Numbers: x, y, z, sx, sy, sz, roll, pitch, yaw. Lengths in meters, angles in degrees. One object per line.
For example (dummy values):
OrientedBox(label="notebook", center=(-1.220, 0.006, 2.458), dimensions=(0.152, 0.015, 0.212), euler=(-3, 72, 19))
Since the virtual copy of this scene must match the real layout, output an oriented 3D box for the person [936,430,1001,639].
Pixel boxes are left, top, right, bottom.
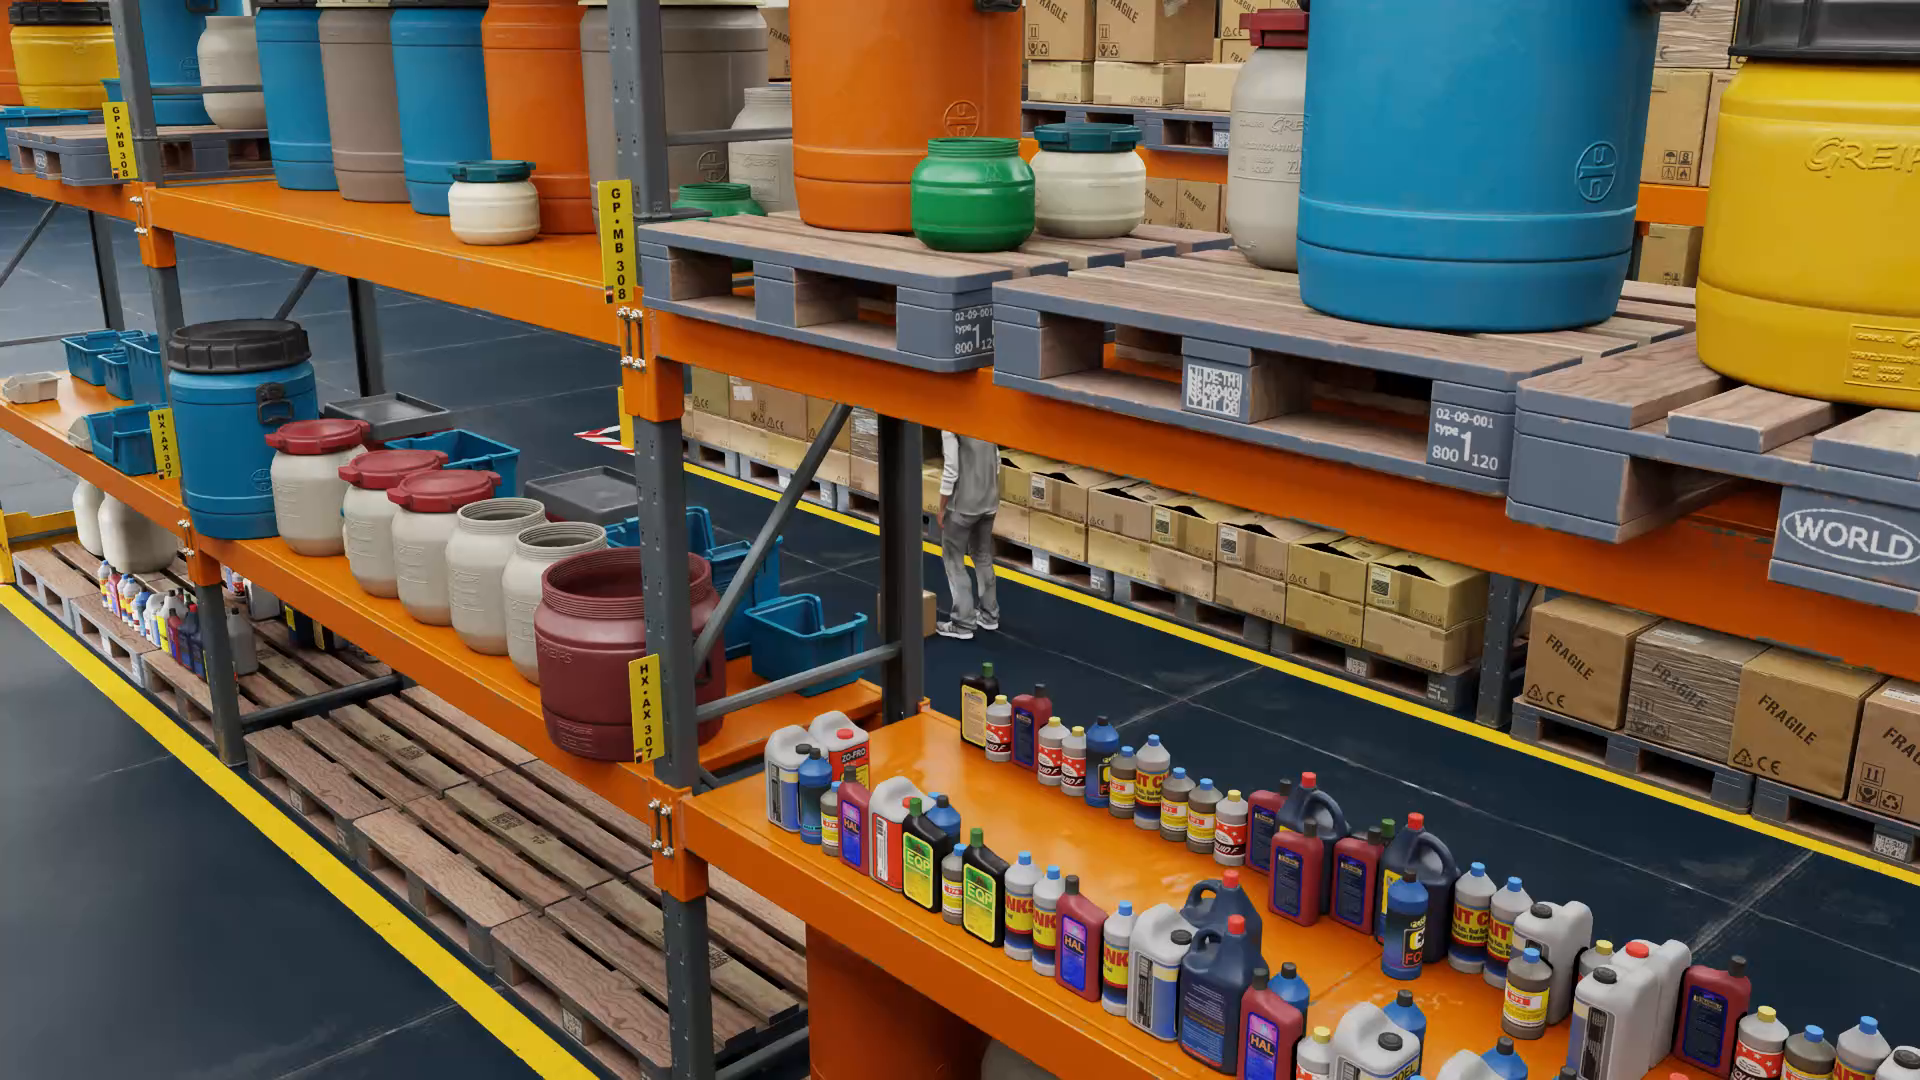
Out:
OrientedBox(label="person", center=(0.048, -0.202, 9.707), dimensions=(0.346, 1.592, 0.475), euler=(17, 24, 42))
